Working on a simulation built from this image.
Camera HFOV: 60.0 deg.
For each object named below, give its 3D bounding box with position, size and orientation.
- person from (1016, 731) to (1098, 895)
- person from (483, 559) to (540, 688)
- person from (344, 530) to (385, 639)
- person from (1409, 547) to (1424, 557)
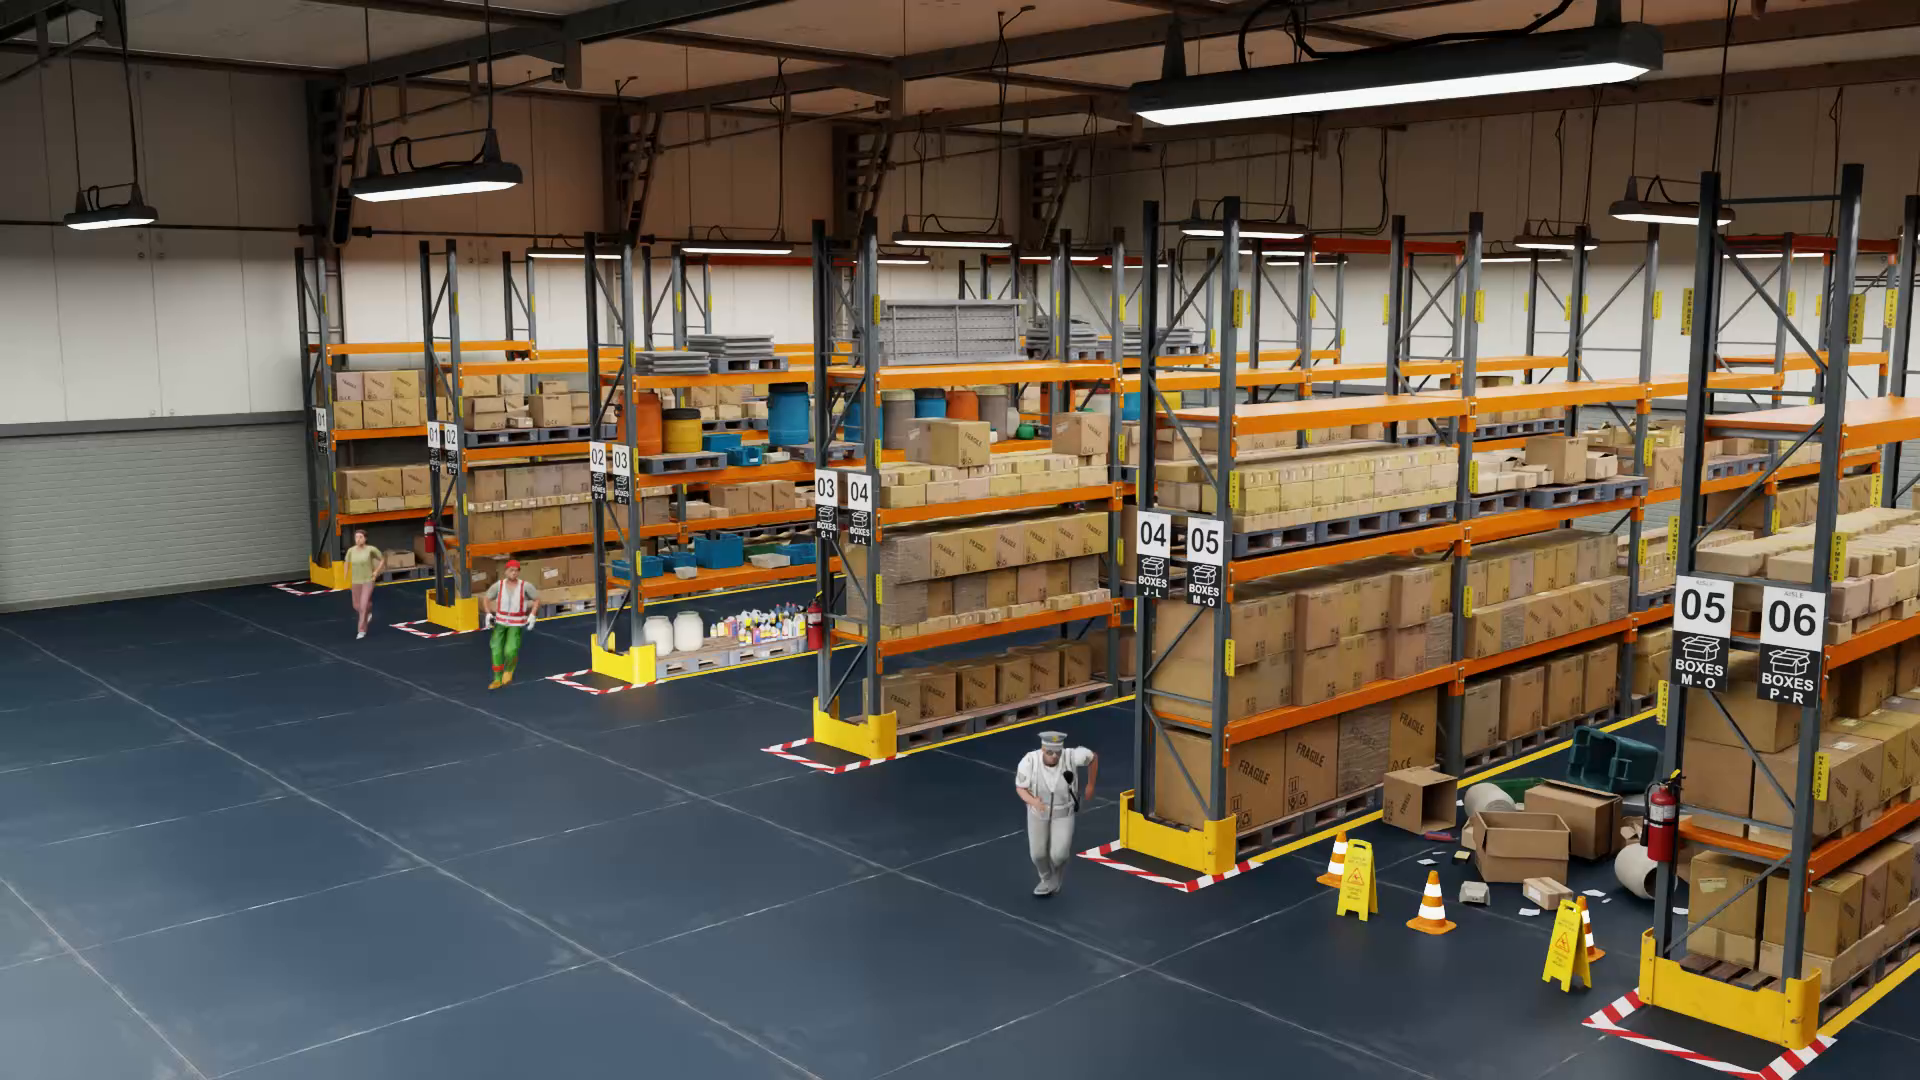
[{"bbox_3d":[0.818,2.328,14.086,0.694,1.577,0.909,0,8,3],"label":"person"},{"bbox_3d":[-5.916,1.115,21.859,0.718,1.720,0.523,-1,8,-3],"label":"person"},{"bbox_3d":[-9.125,0.647,25.509,0.598,1.650,0.730,-1,8,-4],"label":"person"},{"bbox_3d":[6.565,0.861,24.030,0.667,1.604,0.509,-7,11,-38],"label":"person"}]
